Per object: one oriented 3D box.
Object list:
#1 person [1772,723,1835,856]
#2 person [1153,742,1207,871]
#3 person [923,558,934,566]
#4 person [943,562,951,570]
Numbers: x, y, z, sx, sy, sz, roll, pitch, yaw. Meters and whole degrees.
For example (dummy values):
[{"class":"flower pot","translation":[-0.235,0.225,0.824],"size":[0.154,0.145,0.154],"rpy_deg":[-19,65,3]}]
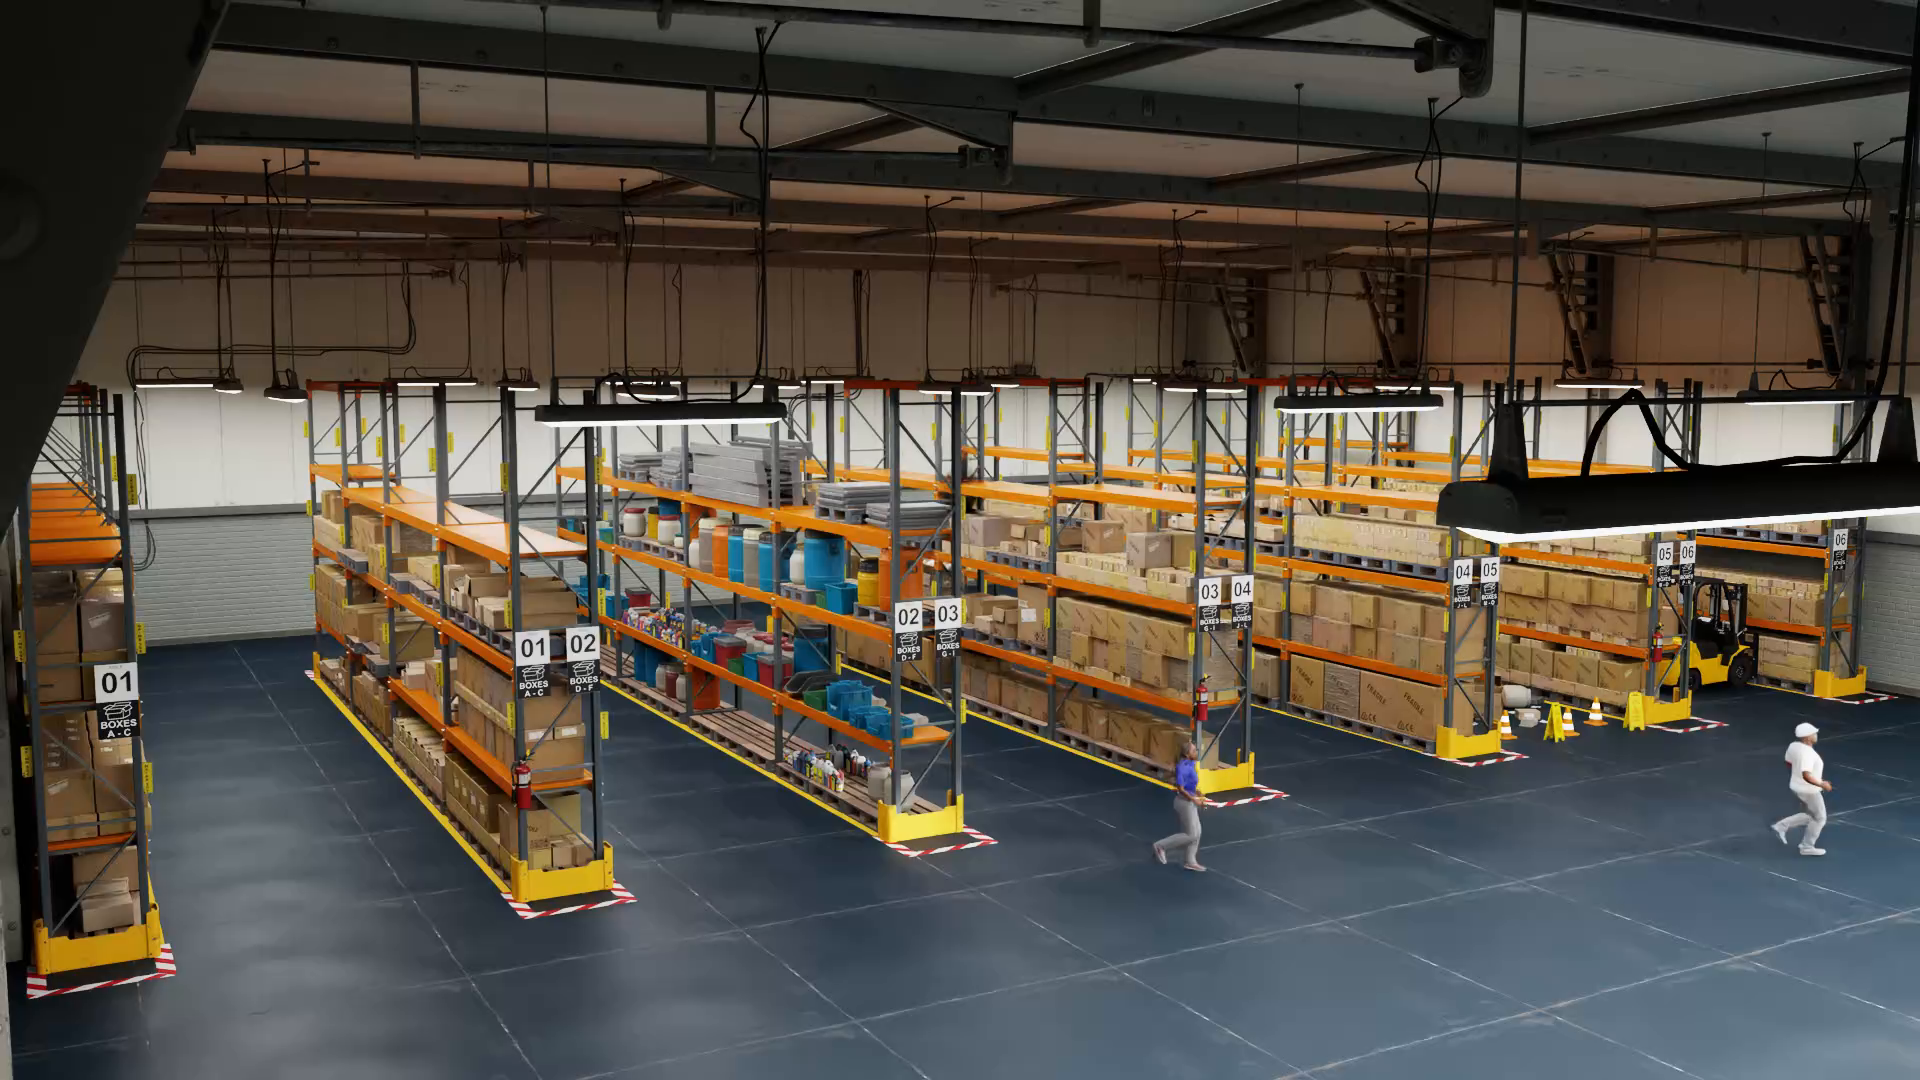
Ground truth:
[{"class":"person","translation":[10.846,3.204,21.396],"size":[0.625,1.719,0.700],"rpy_deg":[1,6,7]},{"class":"person","translation":[2.758,3.329,20.807],"size":[0.671,1.639,0.582],"rpy_deg":[1,6,6]},{"class":"person","translation":[-0.827,1.096,41.221],"size":[0.818,1.739,0.736],"rpy_deg":[-6,8,-44]},{"class":"person","translation":[-0.382,1.091,41.707],"size":[0.604,1.606,0.617],"rpy_deg":[-5,8,-41]}]
